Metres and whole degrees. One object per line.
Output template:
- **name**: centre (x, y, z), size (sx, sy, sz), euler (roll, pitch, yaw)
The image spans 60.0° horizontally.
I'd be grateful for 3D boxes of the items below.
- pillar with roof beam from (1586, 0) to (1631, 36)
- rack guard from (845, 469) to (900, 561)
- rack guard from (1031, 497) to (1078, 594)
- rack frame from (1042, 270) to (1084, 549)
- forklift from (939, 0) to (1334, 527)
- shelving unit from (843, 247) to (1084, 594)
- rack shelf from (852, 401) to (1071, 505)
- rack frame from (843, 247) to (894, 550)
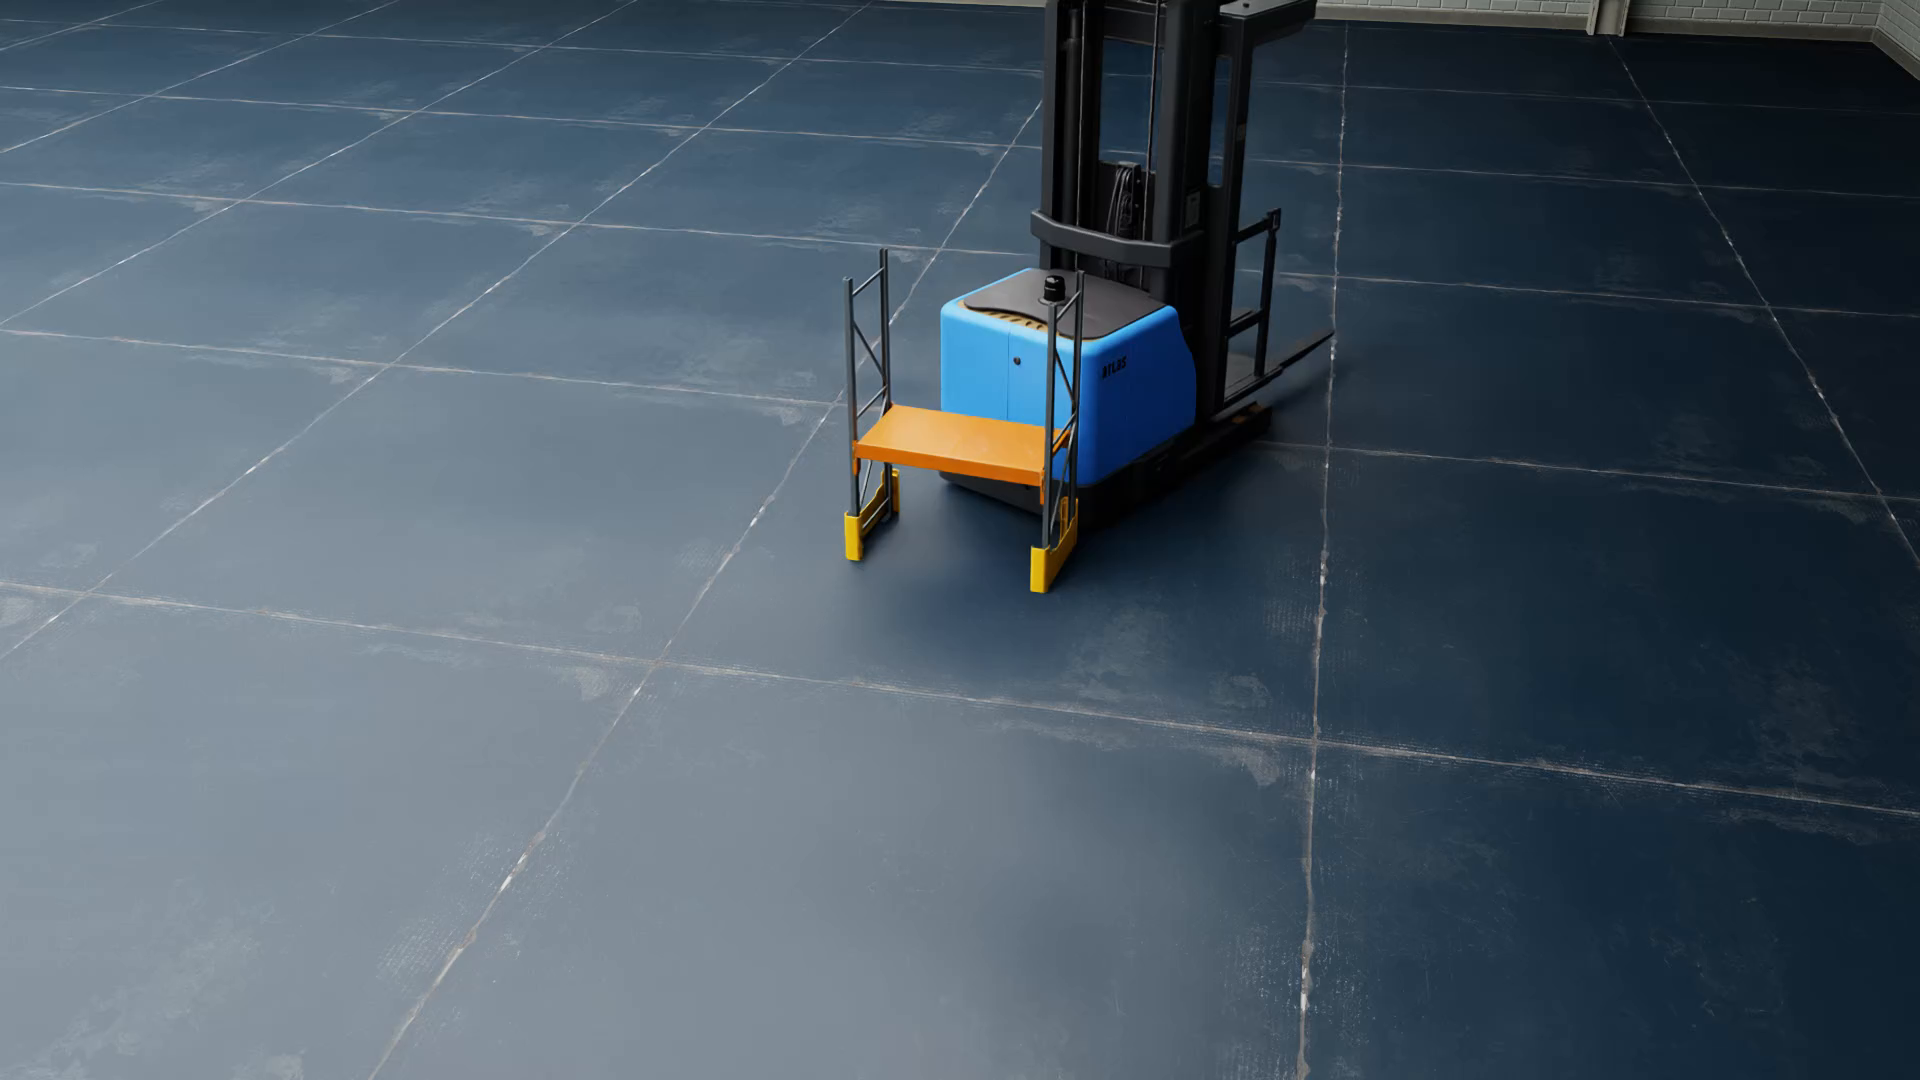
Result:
- **pillar with roof beam**: centre (6.761, -7.952, 13.903), size (0.400, 9.000, 9.100), euler (6, 29, 11)
- **rack guard**: centre (-0.456, -0.139, 8.743), size (0.087, 0.250, 0.587), euler (10, 30, 17)
- **rack guard**: centre (0.482, 0.021, 8.451), size (0.087, 0.250, 0.587), euler (10, 30, 17)
- **rack frame**: centre (0.501, -0.524, 8.145), size (0.032, 1.500, 0.500), euler (10, 30, 17)
- **forklift**: centre (1.206, -1.989, 9.331), size (1.130, 2.935, 3.031), euler (22, 35, 34)
- **shelving unit**: centre (0.013, -0.607, 8.296), size (1.083, 1.500, 0.587), euler (10, 30, 17)
- **rack shelf**: centre (0.022, -0.448, 8.380), size (1.000, 0.185, 0.538), euler (10, 30, 17)
- **rack frame**: centre (-0.457, -0.687, 8.443), size (0.032, 1.500, 0.500), euler (10, 30, 17)
